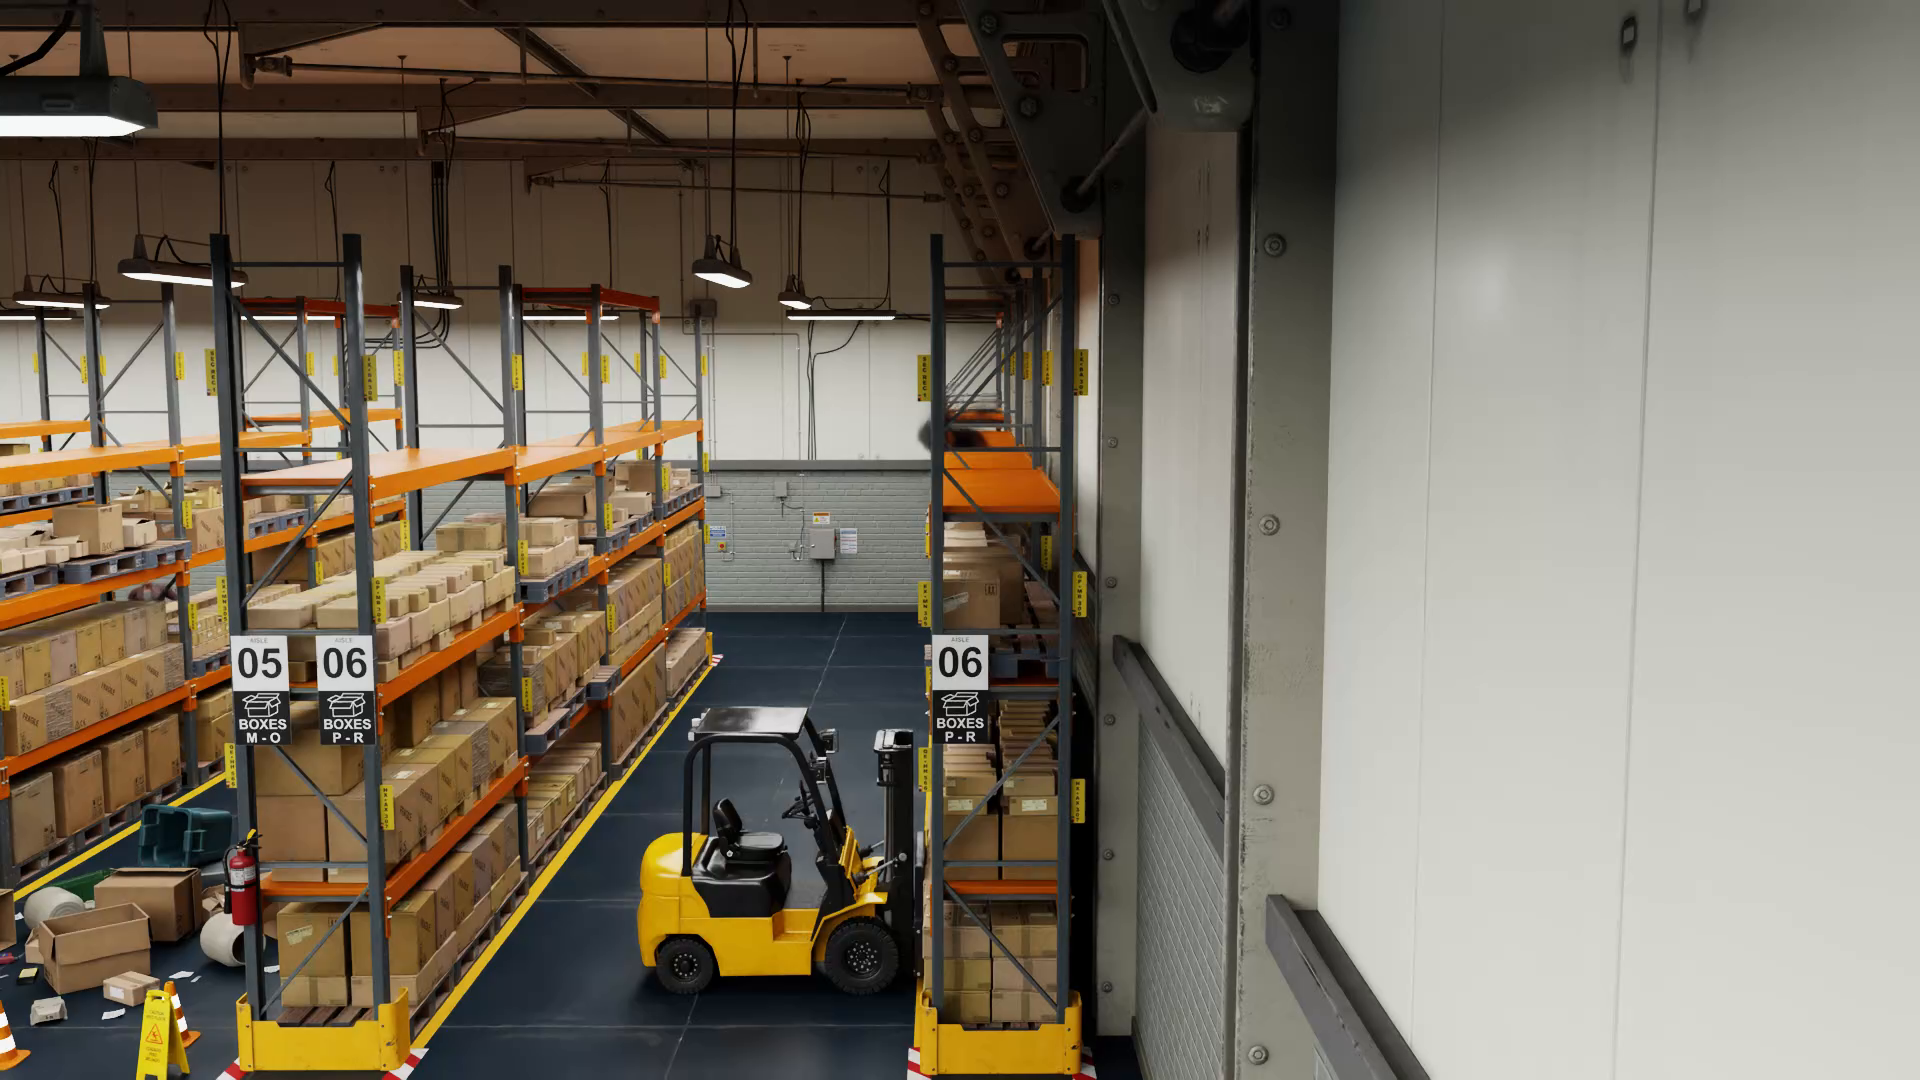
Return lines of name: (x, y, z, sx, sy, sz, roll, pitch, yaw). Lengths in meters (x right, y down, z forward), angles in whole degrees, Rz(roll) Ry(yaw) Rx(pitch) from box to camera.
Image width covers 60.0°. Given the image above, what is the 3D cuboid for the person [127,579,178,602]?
person: (-12.896, 1.375, 26.517, 0.740, 1.784, 0.616, -1, 6, -10)
